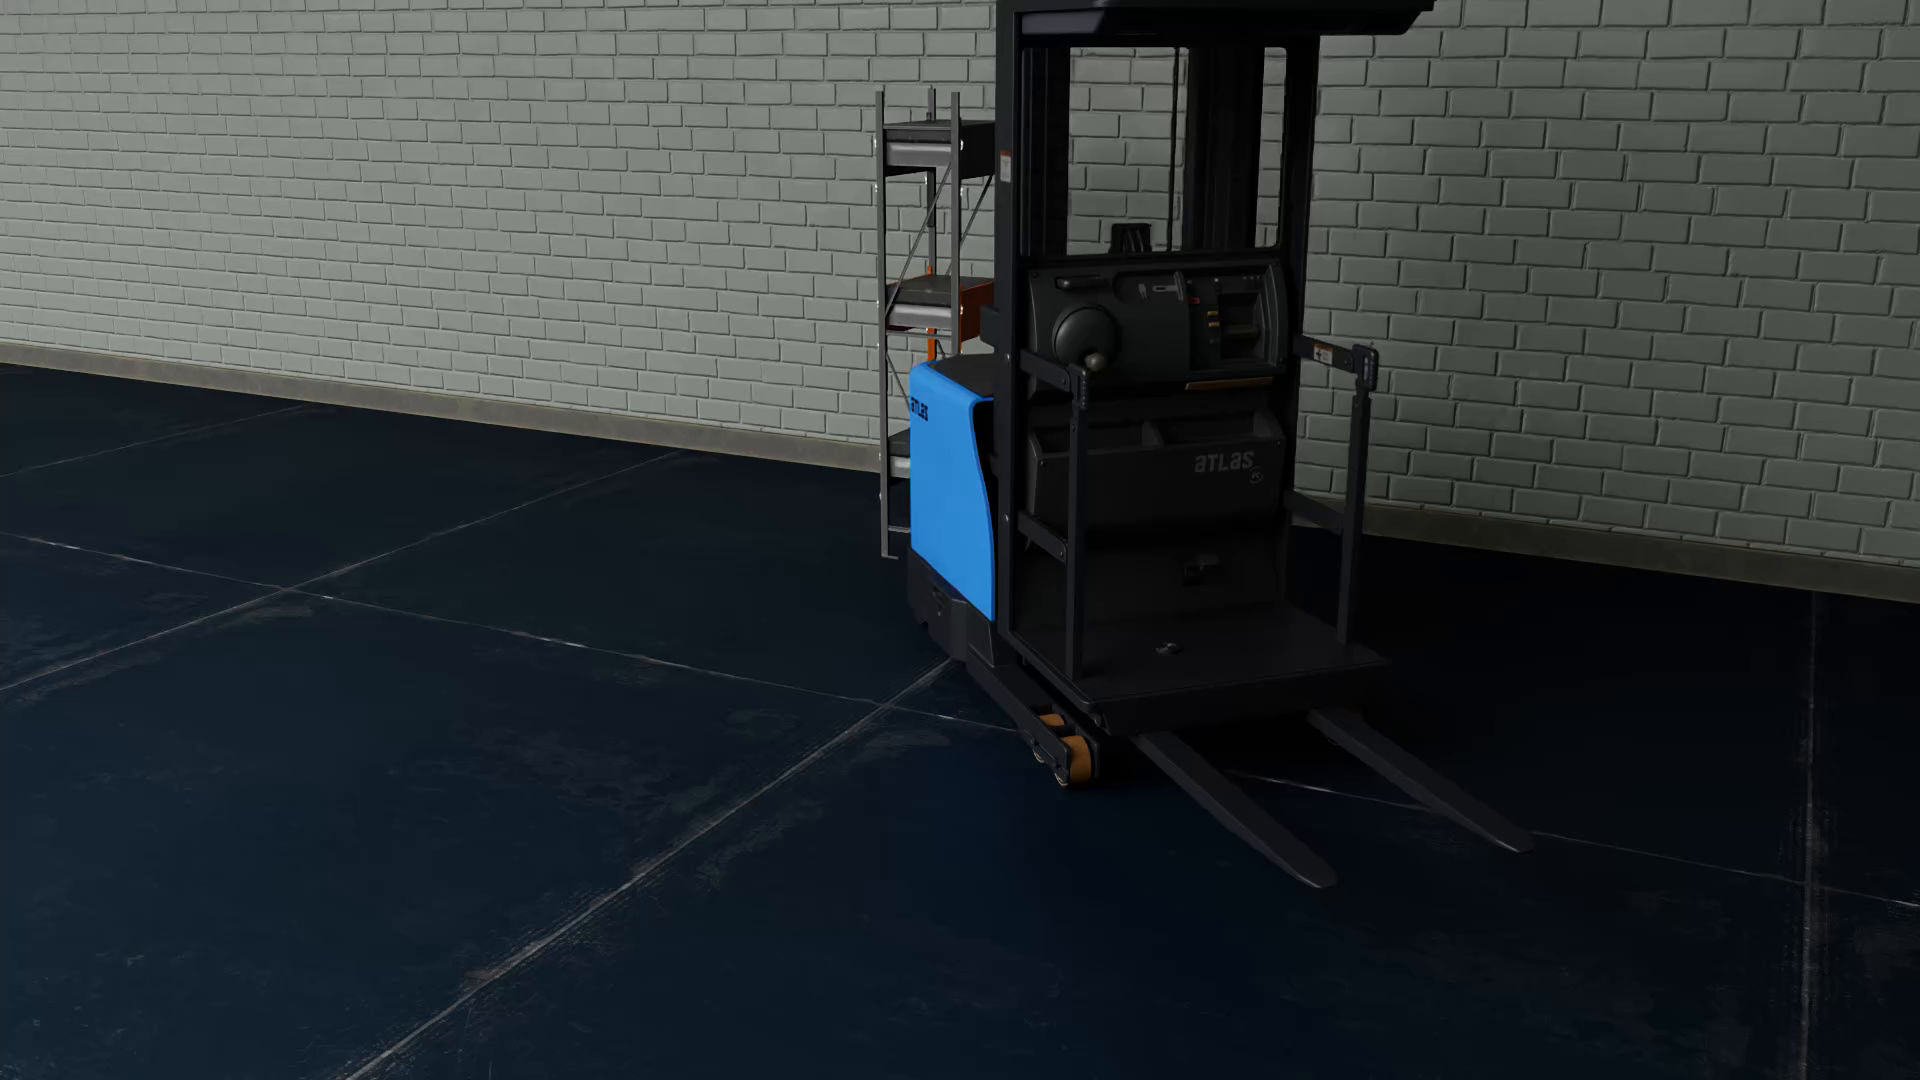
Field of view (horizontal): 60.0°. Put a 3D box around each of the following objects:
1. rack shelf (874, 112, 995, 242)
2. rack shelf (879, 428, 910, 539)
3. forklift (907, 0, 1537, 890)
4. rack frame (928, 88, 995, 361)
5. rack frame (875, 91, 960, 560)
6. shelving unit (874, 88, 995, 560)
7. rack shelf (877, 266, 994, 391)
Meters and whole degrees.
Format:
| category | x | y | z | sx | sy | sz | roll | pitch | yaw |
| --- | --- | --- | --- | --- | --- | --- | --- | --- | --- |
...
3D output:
| category | x | y | z | sx | sy | sz | roll | pitch | yaw |
| --- | --- | --- | --- | --- | --- | --- | --- | --- | --- |
| rack shelf | -0.074 | -1.622 | 7.388 | 0.431 | 0.518 | 0.480 | 8 | 18 | 25 |
| rack shelf | -0.074 | -0.280 | 7.787 | 0.431 | 0.518 | 0.480 | 8 | 18 | 25 |
| forklift | 0.742 | -0.741 | 5.370 | 1.130 | 2.935 | 3.031 | -6 | 17 | -18 |
| rack frame | 0.035 | -1.027 | 7.793 | 0.400 | 2.100 | 0.015 | 8 | 18 | 25 |
| rack frame | -0.183 | -0.902 | 7.374 | 0.400 | 2.100 | 0.015 | 8 | 18 | 25 |
| shelving unit | -0.074 | -0.964 | 7.583 | 0.431 | 2.100 | 0.503 | 8 | 18 | 25 |
| rack shelf | -0.074 | -0.951 | 7.587 | 0.431 | 0.518 | 0.480 | 8 | 18 | 25 |
